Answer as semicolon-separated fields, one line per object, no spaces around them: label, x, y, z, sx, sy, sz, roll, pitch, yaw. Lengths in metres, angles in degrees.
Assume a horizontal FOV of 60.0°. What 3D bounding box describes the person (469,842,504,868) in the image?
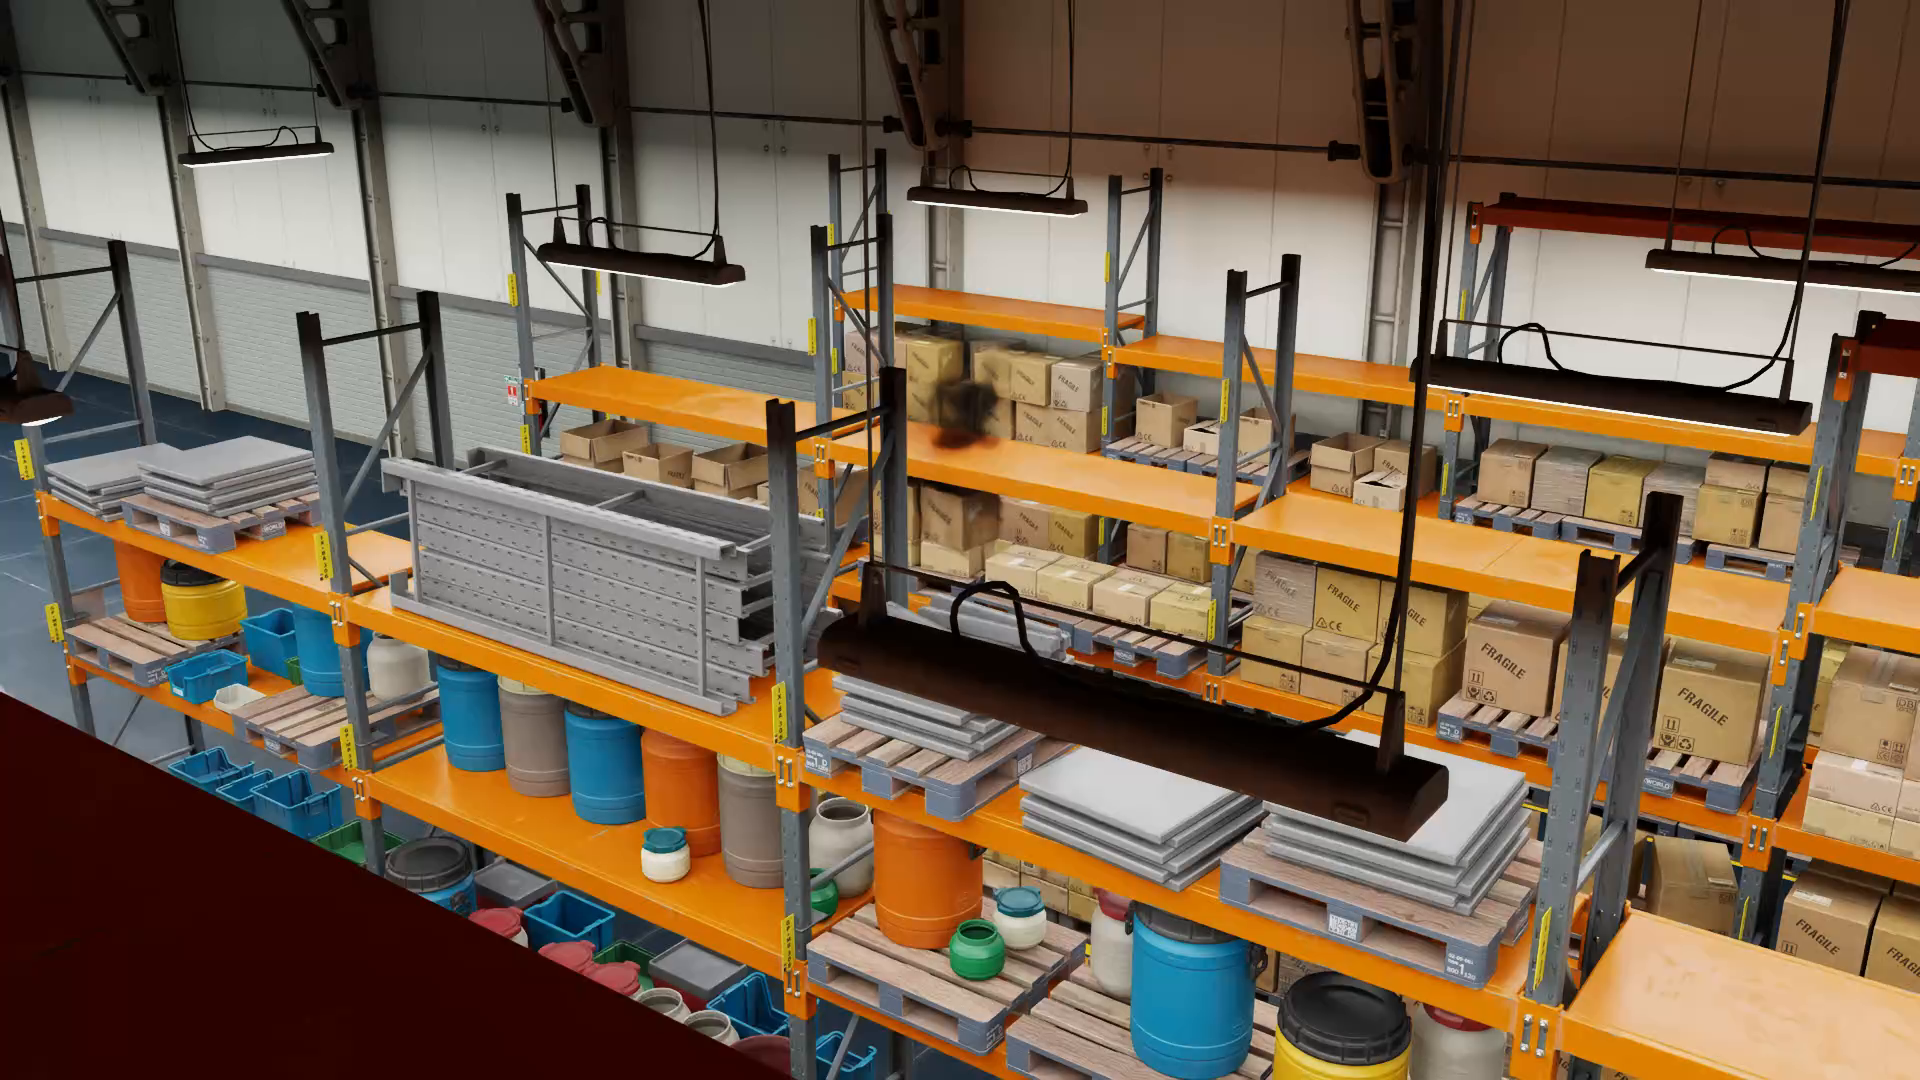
person;-4.142;2.499;14.944;0.653;1.674;0.666;7;20;21
